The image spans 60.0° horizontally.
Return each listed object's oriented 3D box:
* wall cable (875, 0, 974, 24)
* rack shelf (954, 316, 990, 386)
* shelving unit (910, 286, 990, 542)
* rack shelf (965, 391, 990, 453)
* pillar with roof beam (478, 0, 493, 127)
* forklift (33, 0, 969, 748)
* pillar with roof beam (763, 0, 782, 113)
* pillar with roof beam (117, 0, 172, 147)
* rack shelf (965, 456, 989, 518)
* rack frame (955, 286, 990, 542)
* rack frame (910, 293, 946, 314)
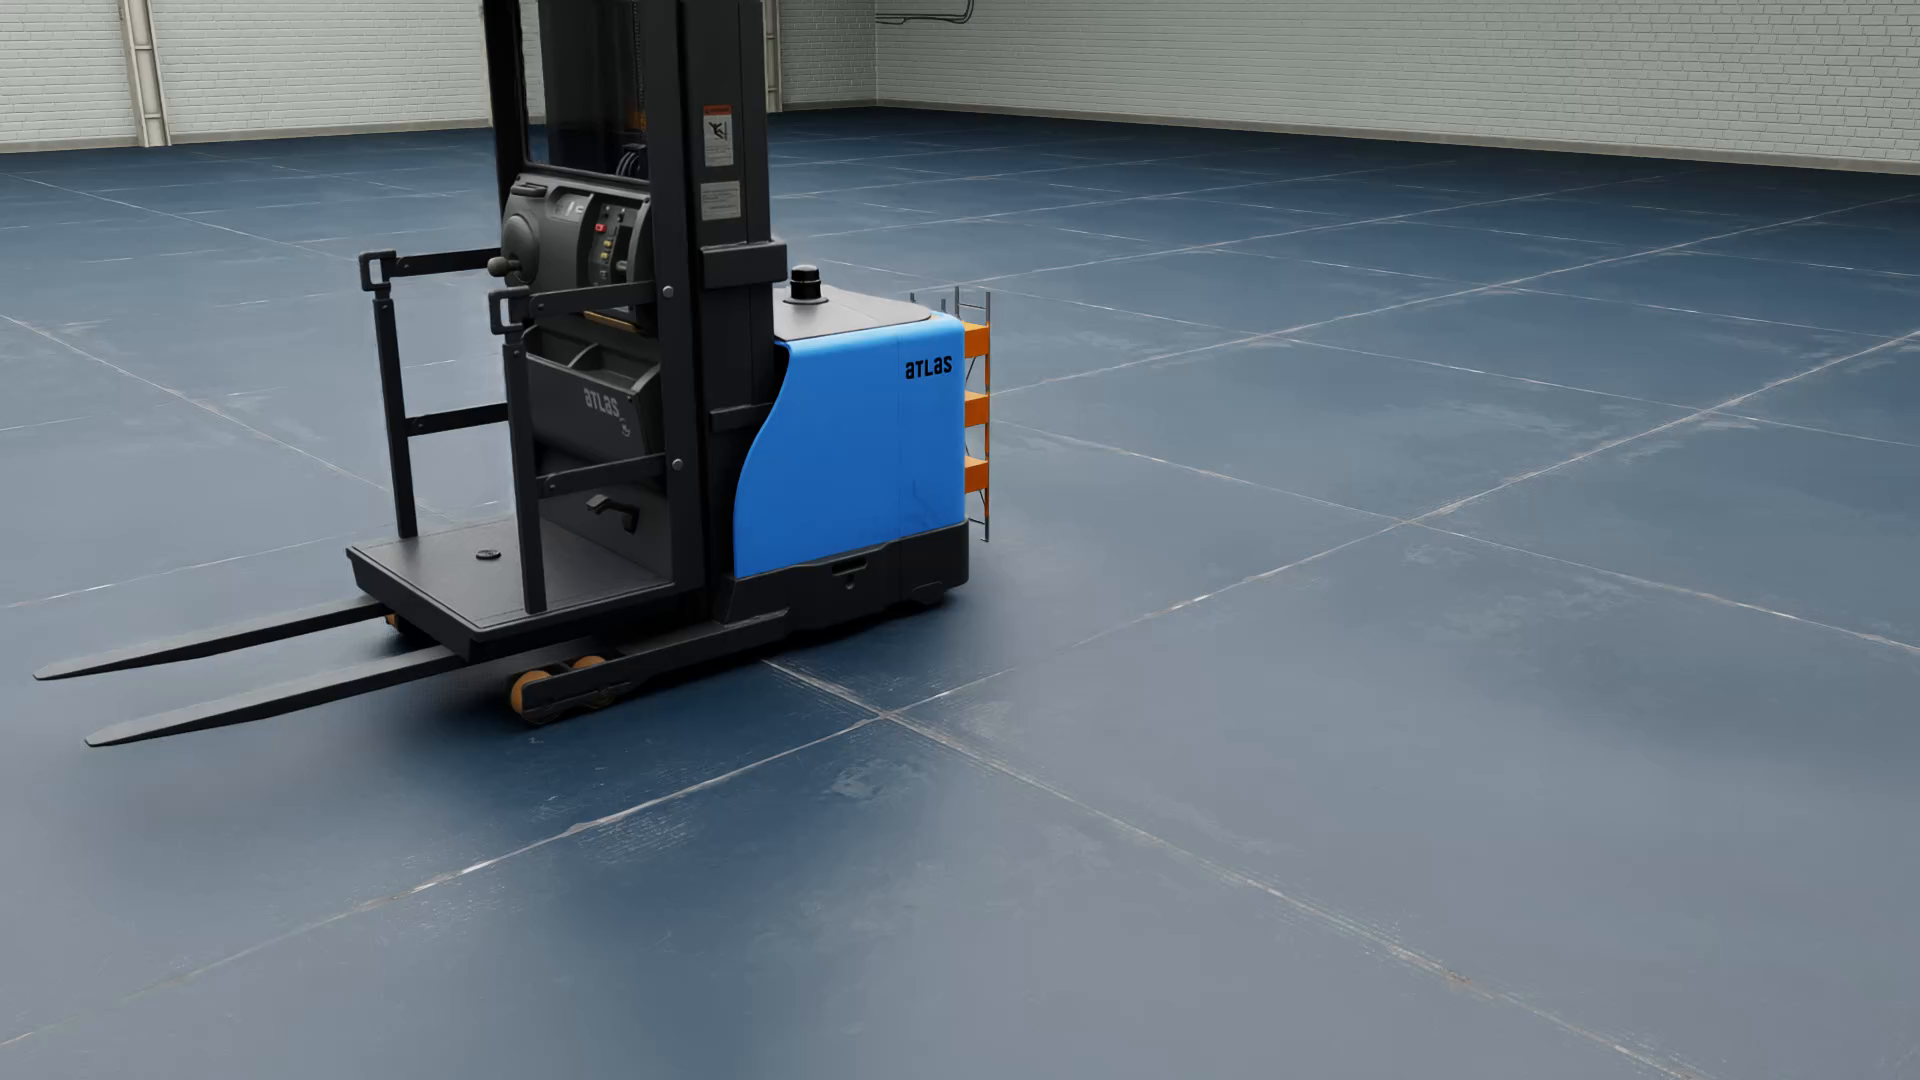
[{"bbox_3d":[-0.815,-11.838,33.940,0.112,2.526,3.097,-16,24,-41],"label":"wall cable"},{"bbox_3d":[-0.039,-0.748,6.704,0.240,0.259,0.215,-16,24,-41],"label":"rack shelf"},{"bbox_3d":[-0.039,-0.488,6.788,0.252,1.050,0.215,-16,24,-41],"label":"shelving unit"},{"bbox_3d":[-0.039,-0.478,6.791,0.240,0.259,0.215,-16,24,-41],"label":"rack shelf"},{"bbox_3d":[-5.266,-10.751,25.553,0.400,9.000,9.100,-16,24,-41],"label":"pillar with roof beam"},{"bbox_3d":[-1.423,-0.999,5.314,3.031,2.935,1.130,-14,23,-38],"label":"forklift"},{"bbox_3d":[-0.907,-12.022,29.474,0.400,9.000,9.100,-16,24,-41],"label":"pillar with roof beam"},{"bbox_3d":[-9.626,-9.480,21.632,0.400,9.000,9.100,-16,24,-41],"label":"pillar with roof beam"},{"bbox_3d":[-0.039,-0.214,6.877,0.240,0.259,0.215,-16,24,-41],"label":"rack shelf"},{"bbox_3d":[0.050,-0.514,6.868,0.008,1.050,0.200,-16,24,-41],"label":"rack frame"},{"bbox_3d":[-0.128,-0.462,6.708,0.008,1.050,0.200,-16,24,-41],"label":"rack frame"}]
